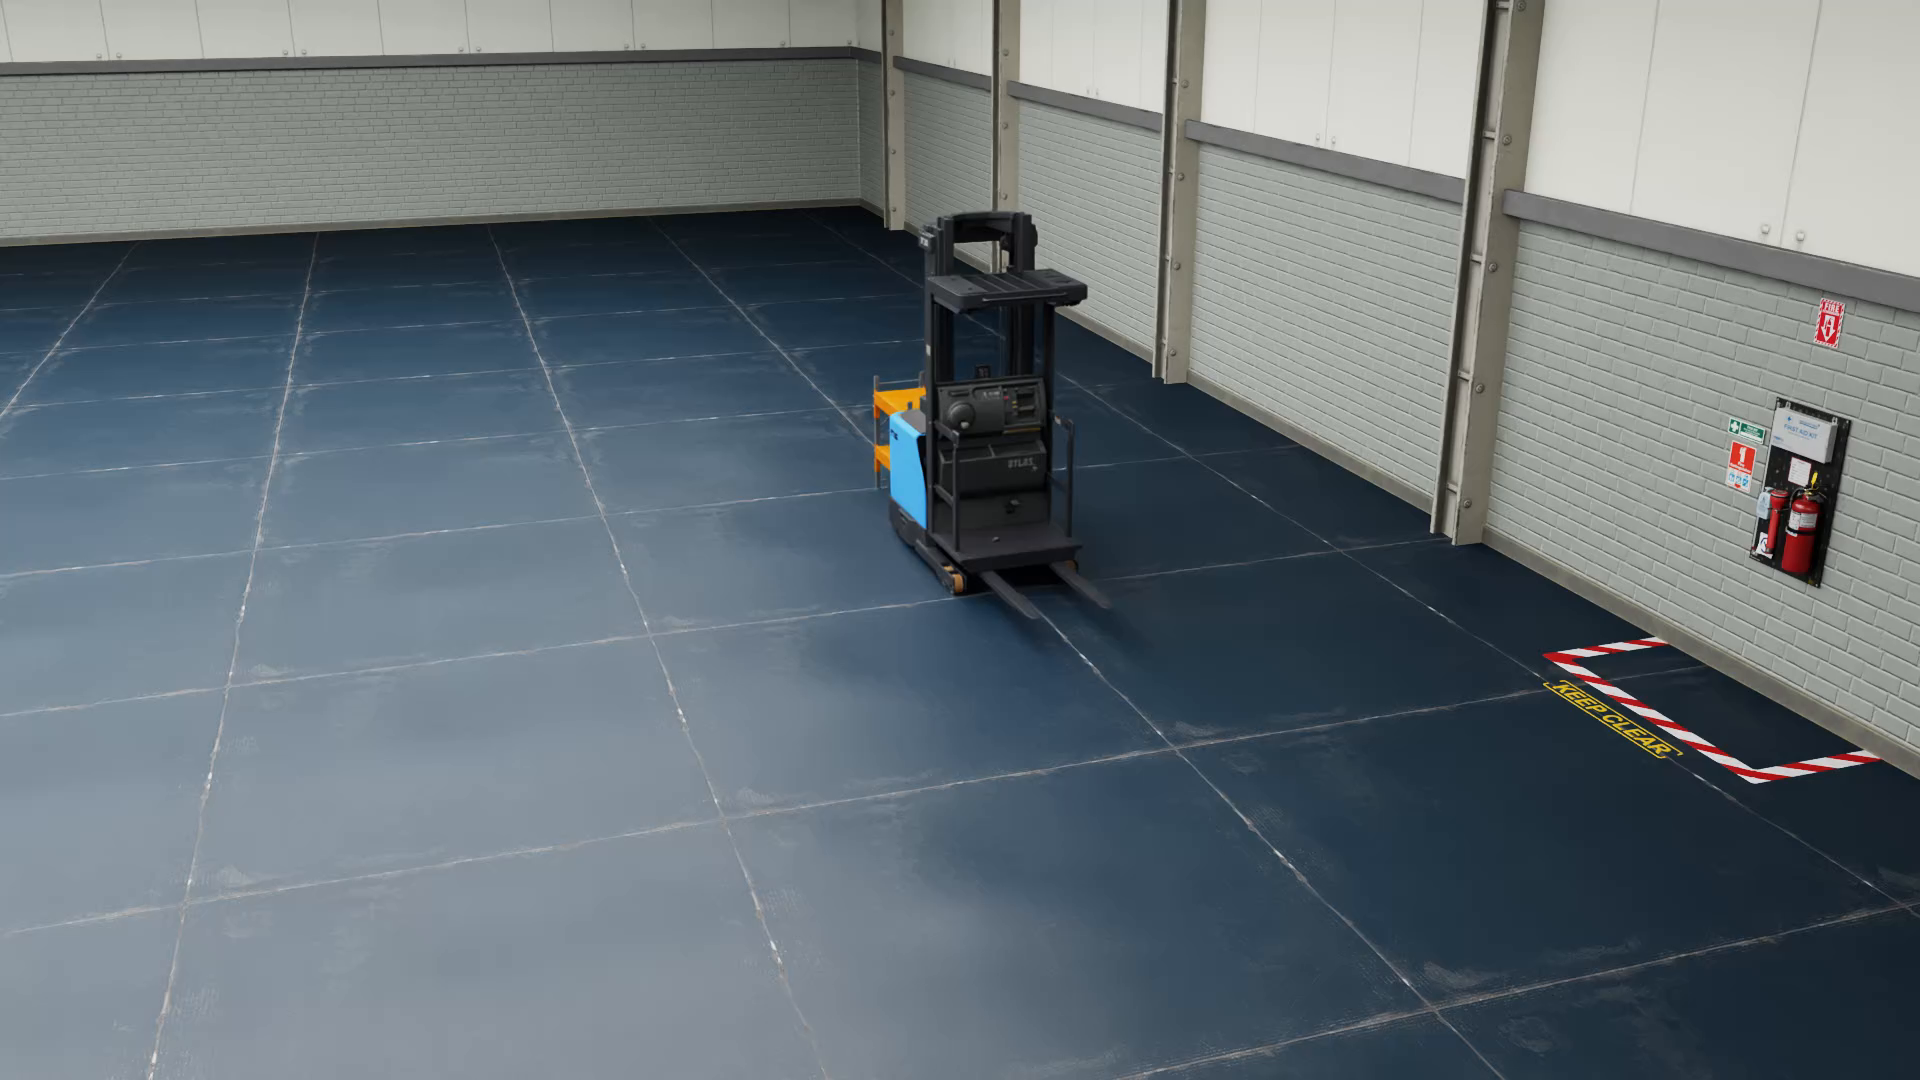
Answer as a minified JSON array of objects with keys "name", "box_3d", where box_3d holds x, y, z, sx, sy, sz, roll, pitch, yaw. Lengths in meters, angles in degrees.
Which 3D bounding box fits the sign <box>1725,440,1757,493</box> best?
[{"name":"sign","box_3d":[5.515,-0.519,11.746,0.001,0.329,0.234,-6,21,-17]}]

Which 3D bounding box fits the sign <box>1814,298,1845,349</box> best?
[{"name":"sign","box_3d":[5.683,-1.418,10.873,0.001,0.298,0.199,-6,21,-17]}]

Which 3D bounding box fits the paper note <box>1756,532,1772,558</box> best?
[{"name":"paper note","box_3d":[5.601,0.037,11.555,0.016,0.148,0.142,-6,21,-17]}]

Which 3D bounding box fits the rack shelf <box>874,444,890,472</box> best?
[{"name":"rack shelf","box_3d":[-0.409,-0.667,15.706,0.538,0.278,1.000,-7,21,-19]}]

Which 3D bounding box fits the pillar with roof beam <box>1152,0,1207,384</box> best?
[{"name":"pillar with roof beam","box_3d":[-1.527,-5.734,17.442,9.100,9.000,0.400,-6,21,-17]}]

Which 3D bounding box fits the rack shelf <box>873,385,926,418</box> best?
[{"name":"rack shelf","box_3d":[-0.409,-1.172,15.525,0.538,0.278,1.000,-7,21,-19]}]

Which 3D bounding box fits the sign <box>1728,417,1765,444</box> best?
[{"name":"sign","box_3d":[5.508,-0.766,11.650,0.001,0.109,0.331,-6,21,-17]}]

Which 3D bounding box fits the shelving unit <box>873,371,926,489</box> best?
[{"name":"shelving unit","box_3d":[-0.409,-0.897,15.624,0.538,1.125,1.048,-7,21,-19]}]

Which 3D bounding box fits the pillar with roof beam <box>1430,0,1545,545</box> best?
[{"name":"pillar with roof beam","box_3d":[0.359,-3.808,12.082,9.100,9.000,0.400,-6,21,-17]}]

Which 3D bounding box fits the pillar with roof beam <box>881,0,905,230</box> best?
[{"name":"pillar with roof beam","box_3d":[-5.299,-9.585,28.163,9.100,9.000,0.400,-6,21,-17]}]

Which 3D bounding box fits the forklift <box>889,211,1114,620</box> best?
[{"name":"forklift","box_3d":[0.341,-1.096,13.506,1.130,2.935,3.031,-7,21,-19]}]

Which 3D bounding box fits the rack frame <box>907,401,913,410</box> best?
[{"name":"rack frame","box_3d":[-0.234,-0.735,15.175,0.500,1.125,0.032,-7,21,-19]}]

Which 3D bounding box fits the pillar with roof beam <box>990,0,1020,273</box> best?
[{"name":"pillar with roof beam","box_3d":[-3.413,-7.659,22.803,9.100,9.000,0.400,-6,21,-17]}]

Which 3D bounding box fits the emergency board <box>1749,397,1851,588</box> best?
[{"name":"emergency board","box_3d":[5.591,-0.314,11.228,0.194,1.169,0.643,-6,21,-17]}]

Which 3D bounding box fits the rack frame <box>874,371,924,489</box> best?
[{"name":"rack frame","box_3d":[-0.583,-1.058,16.073,0.500,1.125,0.032,-7,21,-19]}]
